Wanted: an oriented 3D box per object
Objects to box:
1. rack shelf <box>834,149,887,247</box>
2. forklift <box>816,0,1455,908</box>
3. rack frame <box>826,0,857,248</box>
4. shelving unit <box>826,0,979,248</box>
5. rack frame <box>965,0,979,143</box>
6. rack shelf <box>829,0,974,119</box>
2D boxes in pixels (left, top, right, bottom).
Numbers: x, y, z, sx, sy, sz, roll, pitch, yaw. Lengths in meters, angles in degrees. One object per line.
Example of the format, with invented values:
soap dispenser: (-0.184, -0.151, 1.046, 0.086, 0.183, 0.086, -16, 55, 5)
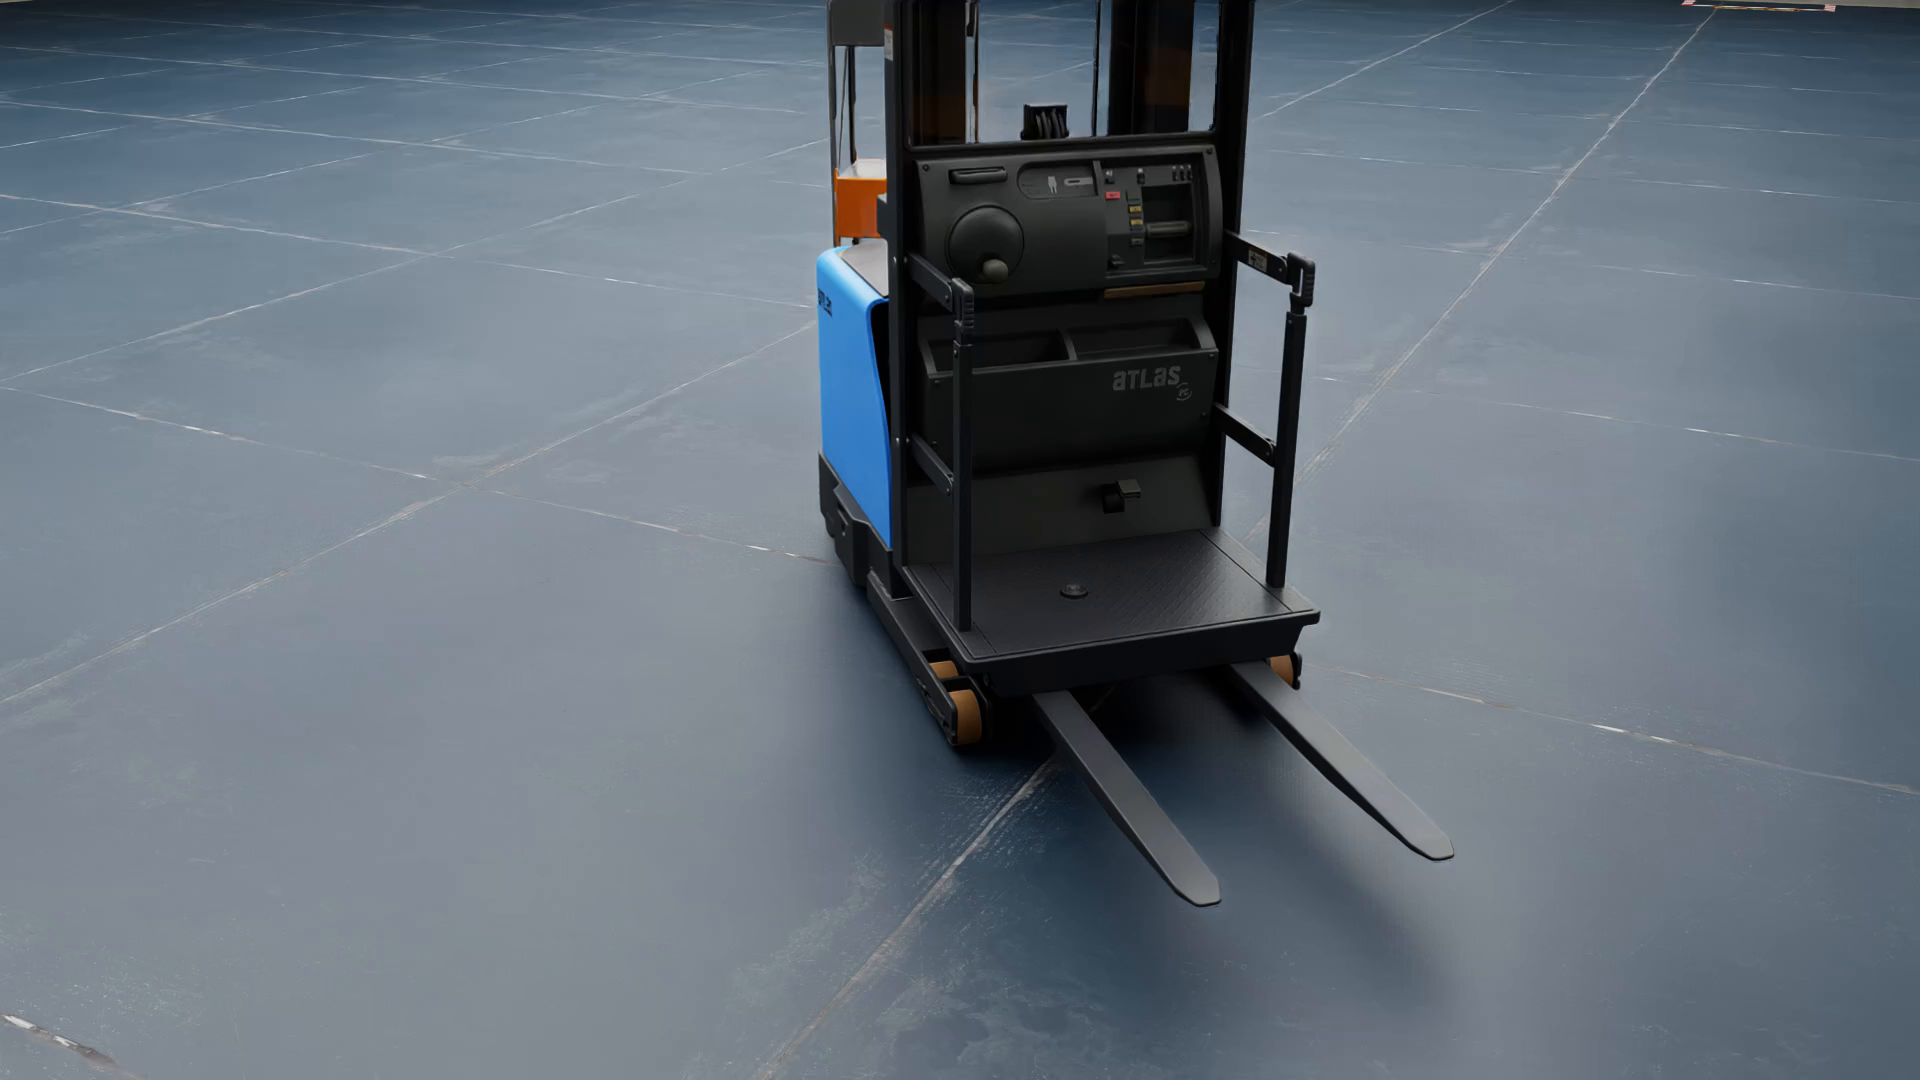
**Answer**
rack shelf: (-0.205, -1.212, 6.451, 0.480, 0.518, 0.431, 3, 23, 7)
forklift: (0.397, -0.924, 4.677, 1.130, 2.935, 3.031, -7, 24, -16)
rack frame: (-0.447, -1.237, 6.476, 0.015, 2.100, 0.400, 3, 23, 7)
shelving unit: (-0.205, -1.224, 6.446, 0.503, 2.100, 0.431, 3, 23, 7)
rack frame: (0.037, -1.211, 6.416, 0.015, 2.100, 0.400, 3, 23, 7)
rack shelf: (-0.205, -1.856, 6.177, 0.480, 0.518, 0.431, 3, 23, 7)
